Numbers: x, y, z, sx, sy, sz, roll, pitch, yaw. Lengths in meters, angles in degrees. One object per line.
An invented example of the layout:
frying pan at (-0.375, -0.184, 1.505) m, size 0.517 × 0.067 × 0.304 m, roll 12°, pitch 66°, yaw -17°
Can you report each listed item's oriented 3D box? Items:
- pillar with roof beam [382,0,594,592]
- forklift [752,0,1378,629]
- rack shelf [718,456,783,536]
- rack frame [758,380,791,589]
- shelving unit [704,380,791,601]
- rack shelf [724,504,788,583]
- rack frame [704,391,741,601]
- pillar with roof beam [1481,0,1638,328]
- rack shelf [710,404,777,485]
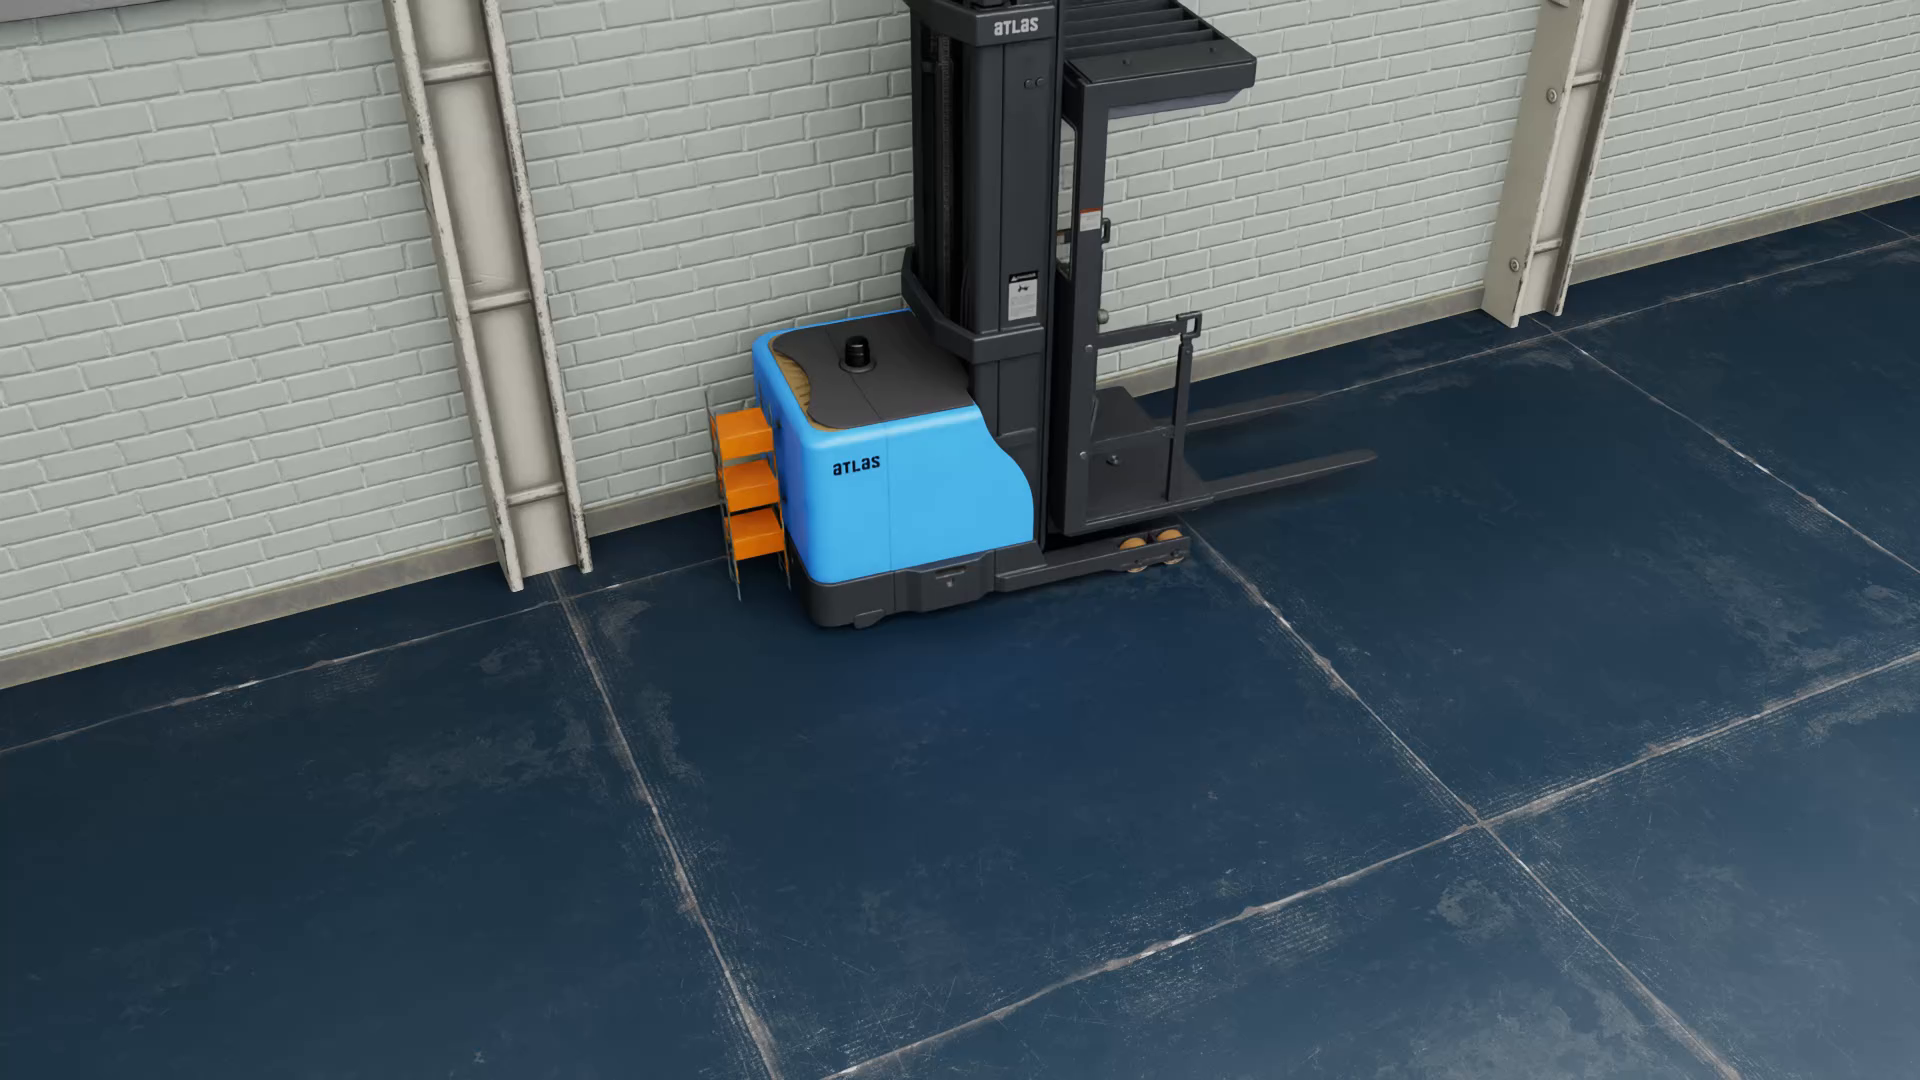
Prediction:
pillar with roof beam at (-0.189, -1.177, 2.283) m, size 0.400 × 9.000 × 9.100 m, roll -16°, pitch 39°, yaw -20°
forklift at (0.591, -1.304, 7.548) m, size 3.031 × 2.935 × 1.130 m, roll -12°, pitch 38°, yaw -16°
rack shelf at (-0.970, -0.206, 7.658) m, size 0.240 × 0.259 × 0.215 m, roll -13°, pitch 38°, yaw -14°
rack frame at (-0.855, -0.241, 7.682) m, size 0.008 × 1.050 × 0.200 m, roll -13°, pitch 38°, yaw -14°
shelving unit at (-0.970, -0.214, 7.652) m, size 0.252 × 1.050 × 0.215 m, roll -13°, pitch 38°, yaw -14°
rack shelf at (-0.963, 0.016, 7.826) m, size 0.240 × 0.259 × 0.215 m, roll -13°, pitch 38°, yaw -14°
rack frame at (-1.086, -0.188, 7.622) m, size 0.008 × 1.050 × 0.200 m, roll -13°, pitch 38°, yaw -14°
pillar with roof beam at (5.242, -2.696, 4.331) m, size 0.400 × 9.000 × 9.100 m, roll -16°, pitch 39°, yaw -20°
rack shelf at (-0.977, -0.432, 7.487) m, size 0.240 × 0.259 × 0.215 m, roll -13°, pitch 38°, yaw -14°
